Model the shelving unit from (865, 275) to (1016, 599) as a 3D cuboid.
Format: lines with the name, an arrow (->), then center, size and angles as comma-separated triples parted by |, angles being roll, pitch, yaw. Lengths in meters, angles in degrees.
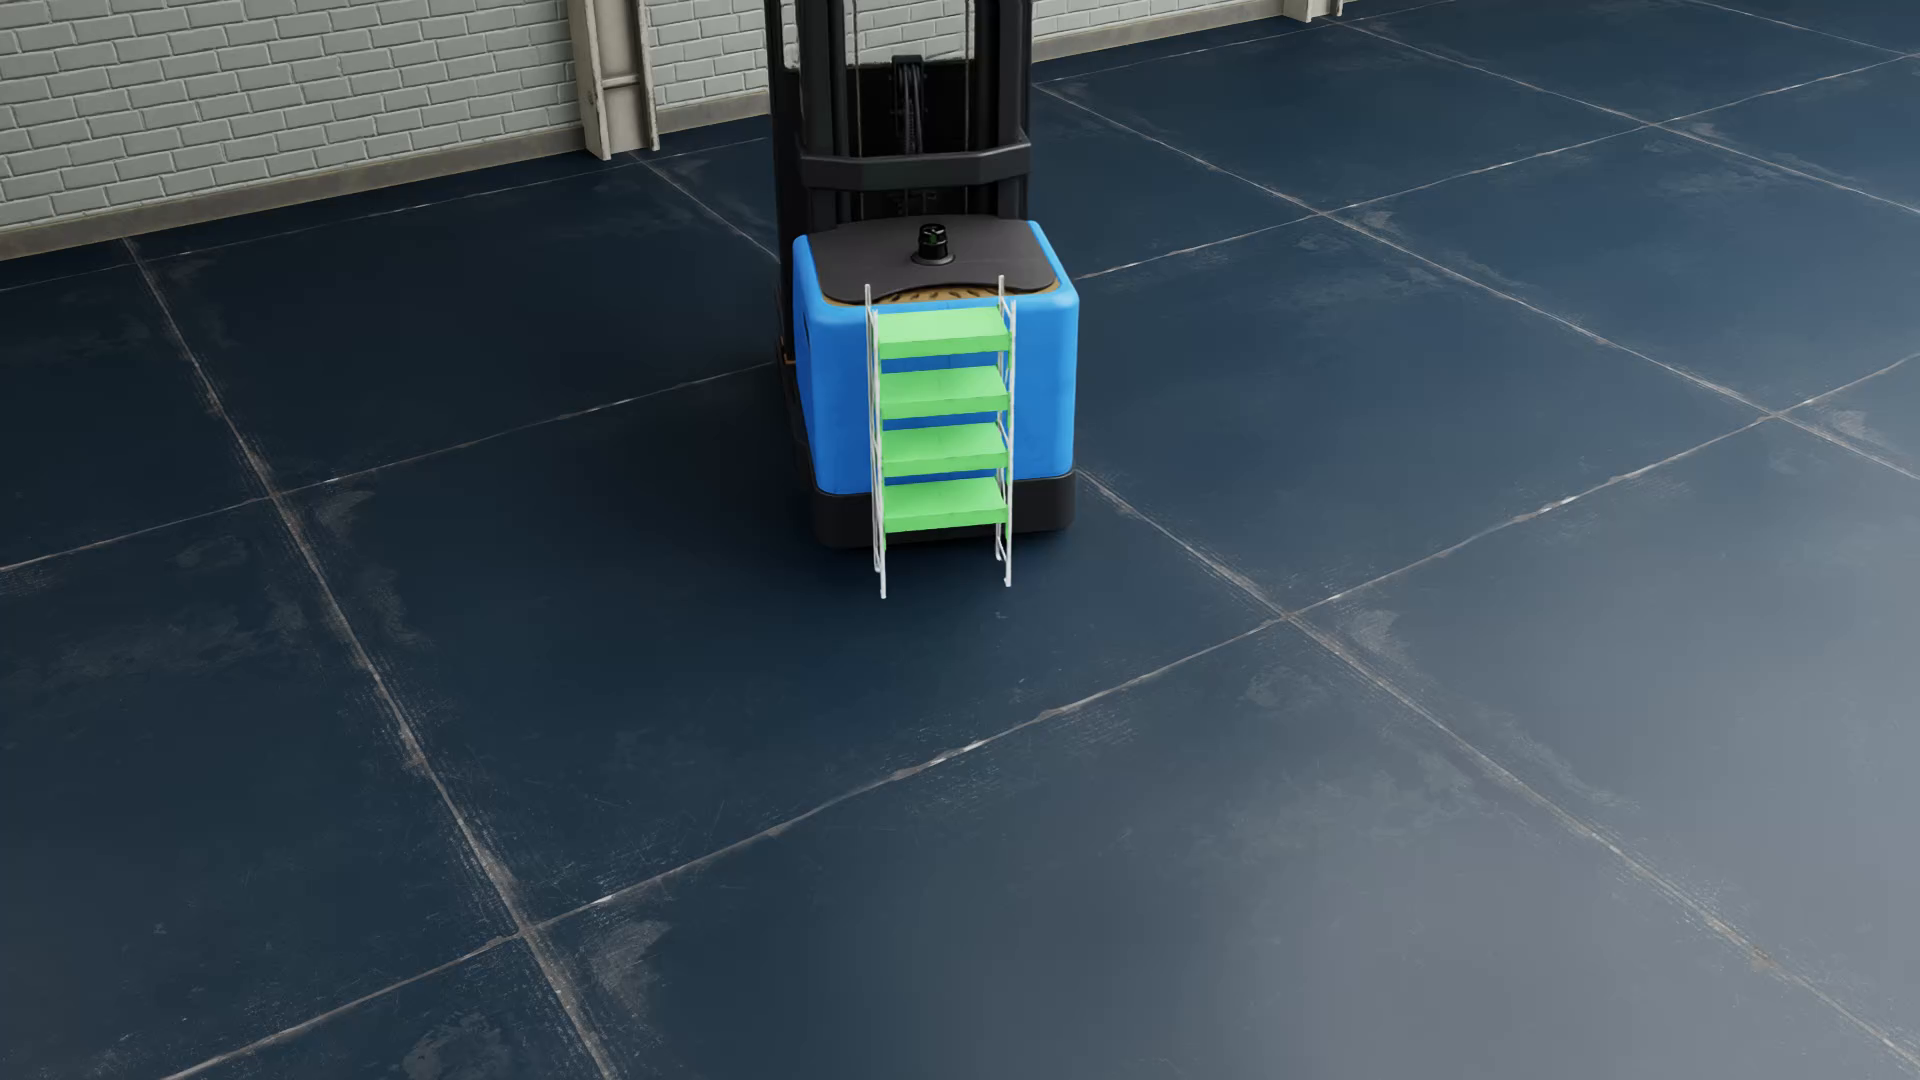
shelving unit -> -0.072, -0.366, 6.206 | 0.503, 1.200, 0.258 | -5, 33, -8

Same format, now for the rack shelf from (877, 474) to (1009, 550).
rack shelf -> -0.072, -0.109, 6.368 | 0.480, 0.148, 0.258 | -5, 33, -8

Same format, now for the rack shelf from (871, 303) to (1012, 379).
rack shelf -> -0.072, -0.718, 5.984 | 0.480, 0.148, 0.258 | -5, 33, -8

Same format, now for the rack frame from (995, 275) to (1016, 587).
rack frame -> 0.169, -0.388, 6.240 | 0.015, 1.200, 0.240 | -5, 33, -8

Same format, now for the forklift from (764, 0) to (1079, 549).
forklift -> -0.289, -1.978, 7.139 | 1.130, 2.935, 3.031 | -5, 33, -8

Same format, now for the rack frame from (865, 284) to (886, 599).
rack frame -> -0.312, -0.344, 6.171 | 0.015, 1.200, 0.240 | -5, 33, -8

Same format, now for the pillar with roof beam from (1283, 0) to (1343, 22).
pillar with roof beam -> 5.188, -6.149, 8.064 | 0.400, 9.000, 9.100 | -19, 37, -27

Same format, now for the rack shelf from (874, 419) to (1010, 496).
rack shelf -> -0.072, -0.312, 6.240 | 0.480, 0.148, 0.258 | -5, 33, -8

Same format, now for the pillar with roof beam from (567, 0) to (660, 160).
pillar with roof beam -> 0.145, -4.415, 5.315 | 0.400, 9.000, 9.100 | -19, 37, -27

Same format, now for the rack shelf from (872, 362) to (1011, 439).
rack shelf -> -0.072, -0.515, 6.112 | 0.480, 0.148, 0.258 | -5, 33, -8
